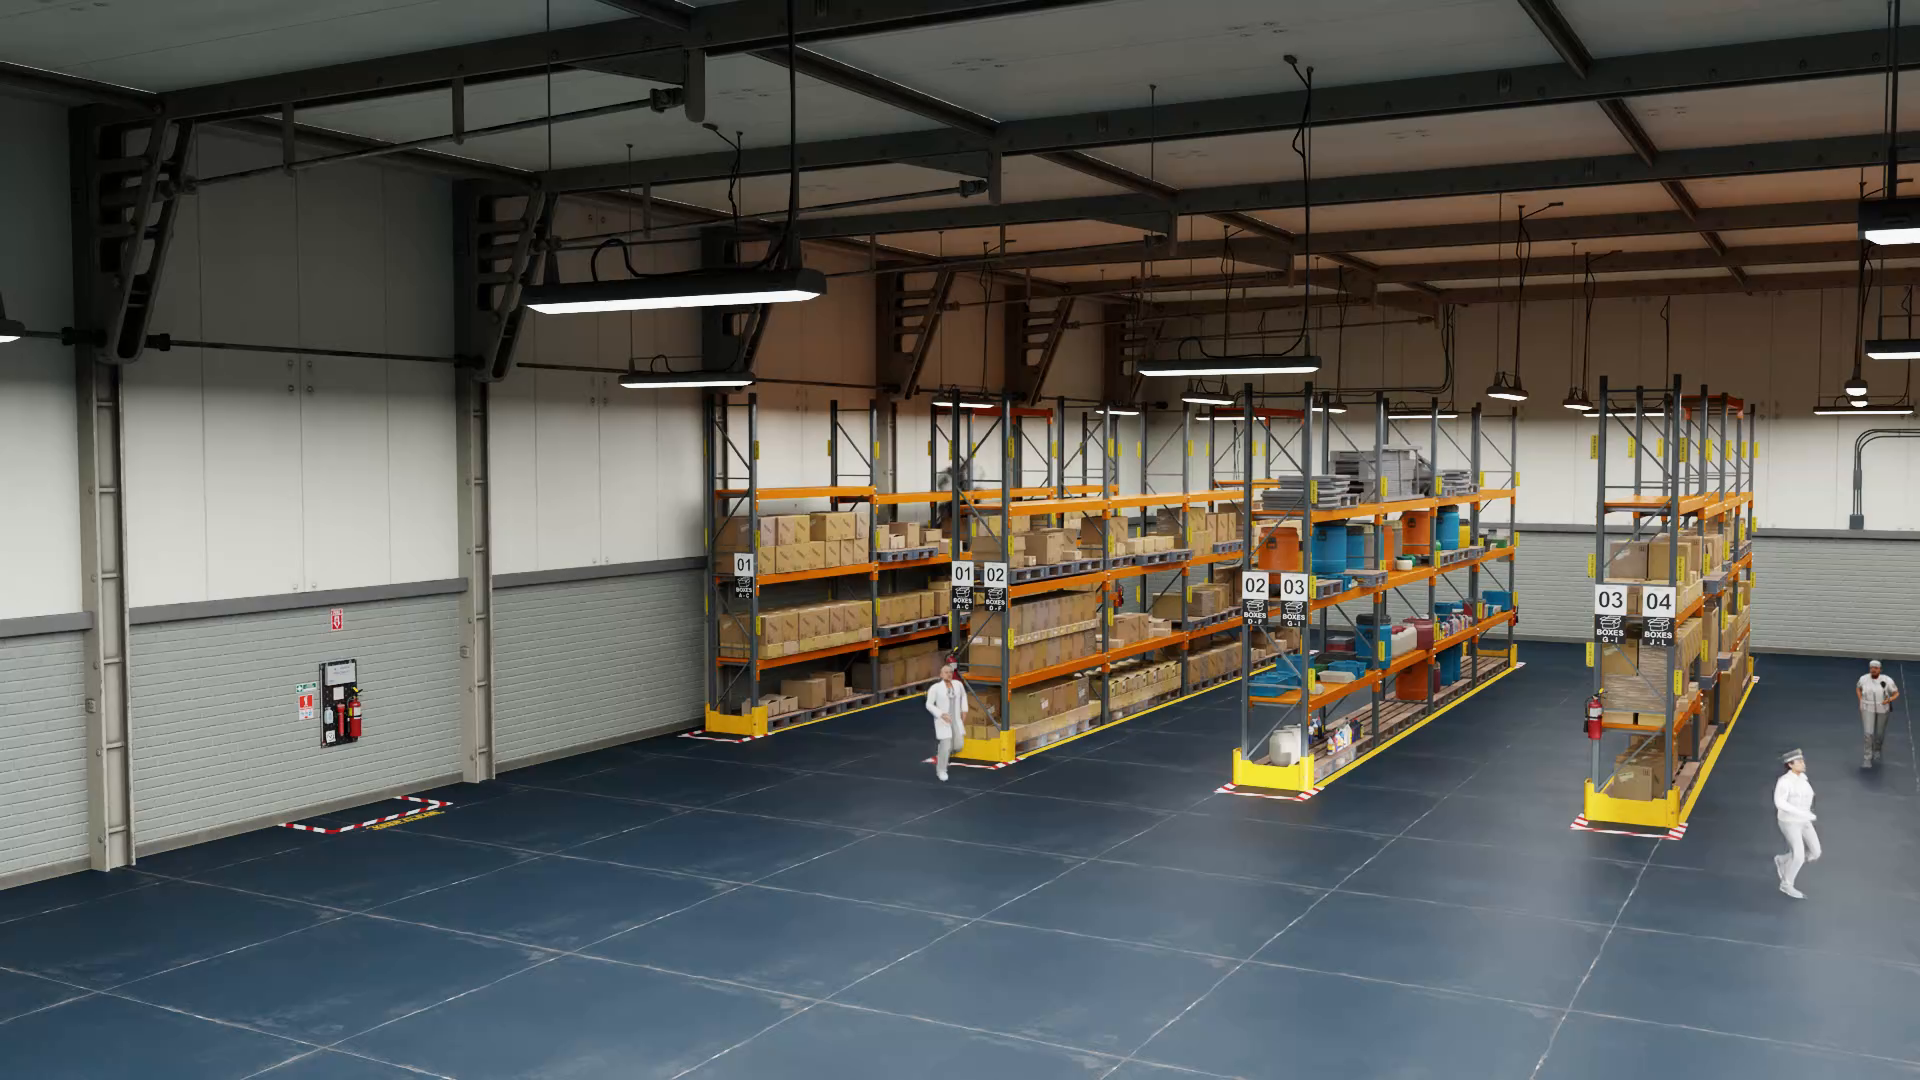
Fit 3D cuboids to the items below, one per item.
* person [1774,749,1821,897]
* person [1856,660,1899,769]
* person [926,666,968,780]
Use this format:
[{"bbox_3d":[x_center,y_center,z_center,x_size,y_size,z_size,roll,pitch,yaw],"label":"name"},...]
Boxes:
[{"bbox_3d":[9.392,3.166,18.677,0.658,1.666,0.562,-2,4,-33],"label":"person"},{"bbox_3d":[14.561,2.747,26.410,0.601,1.705,0.815,2,4,29],"label":"person"},{"bbox_3d":[-0.174,2.778,25.299,0.741,1.745,0.678,-1,3,-26],"label":"person"}]
